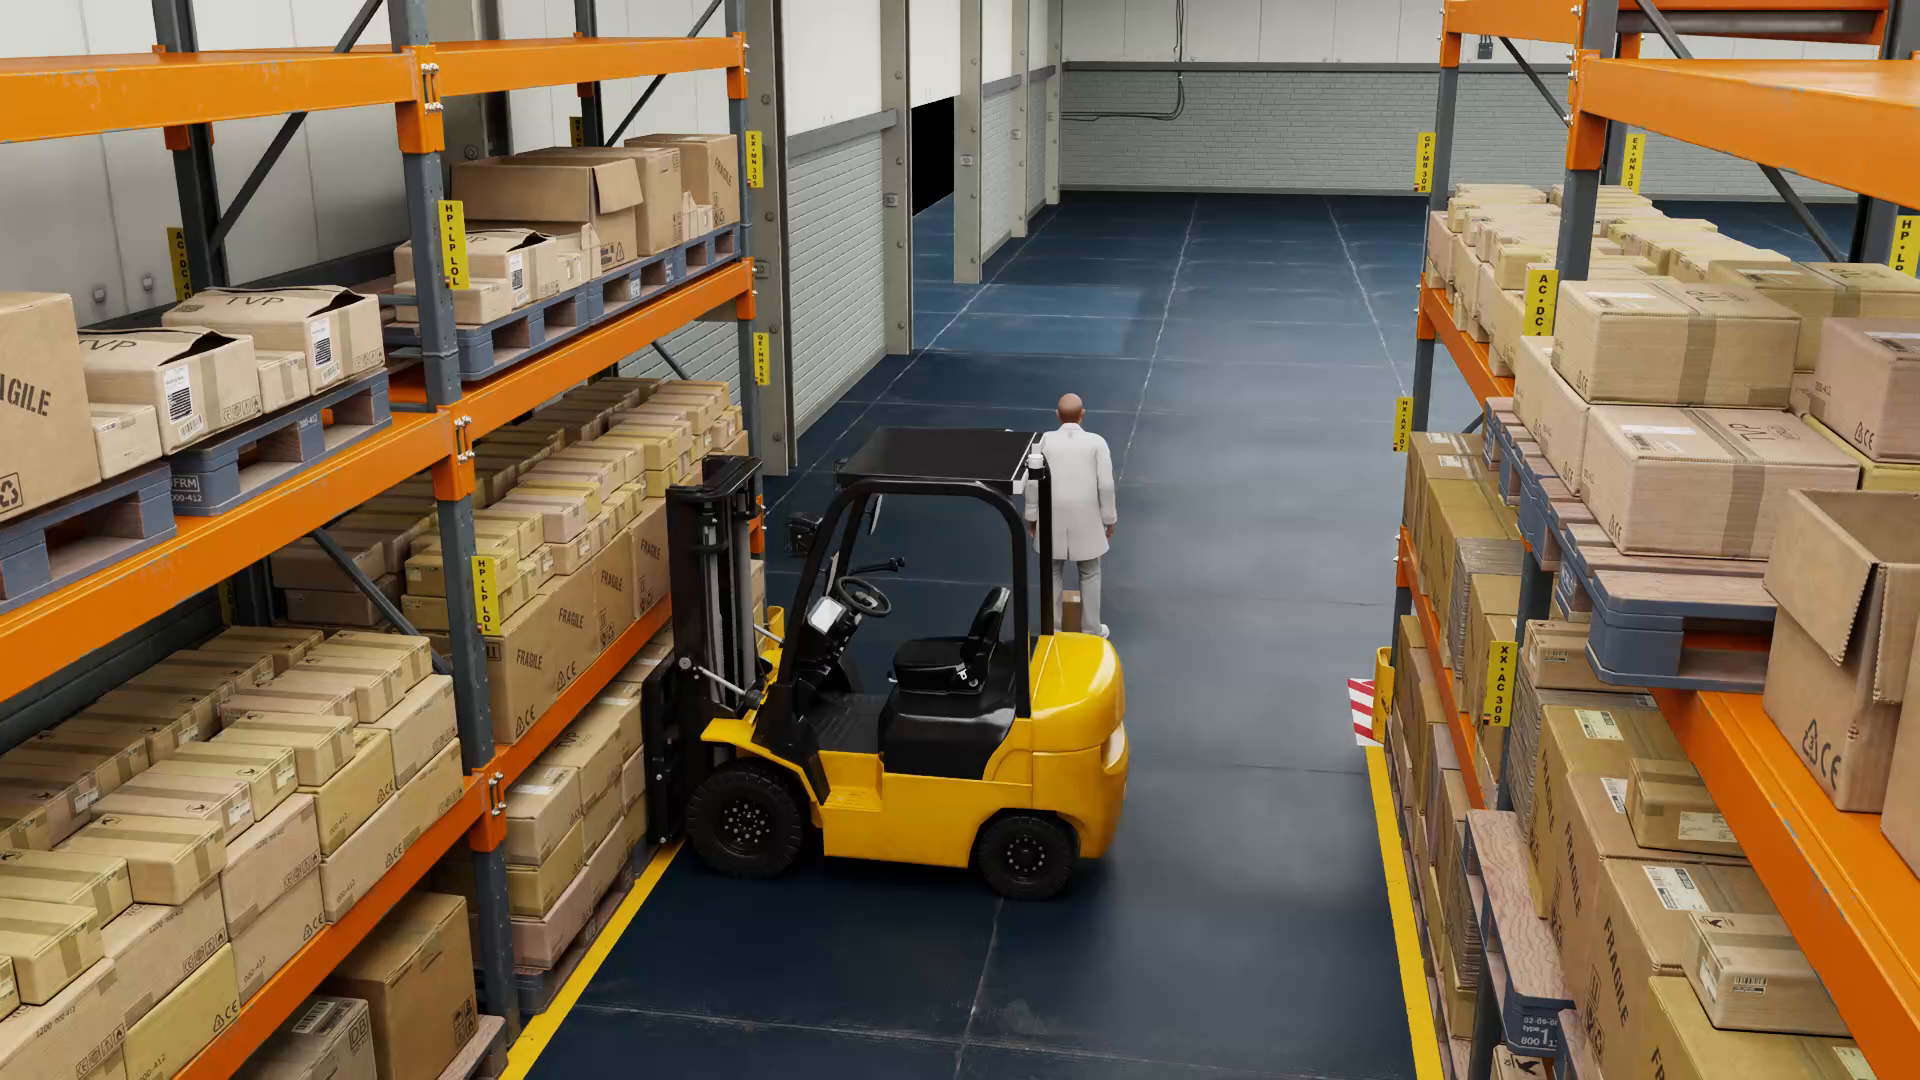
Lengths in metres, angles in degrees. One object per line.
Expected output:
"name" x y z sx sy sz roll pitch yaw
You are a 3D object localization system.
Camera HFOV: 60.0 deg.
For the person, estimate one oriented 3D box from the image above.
"person" 0.764 -0.131 11.489 0.642 1.773 0.427 3 18 9
